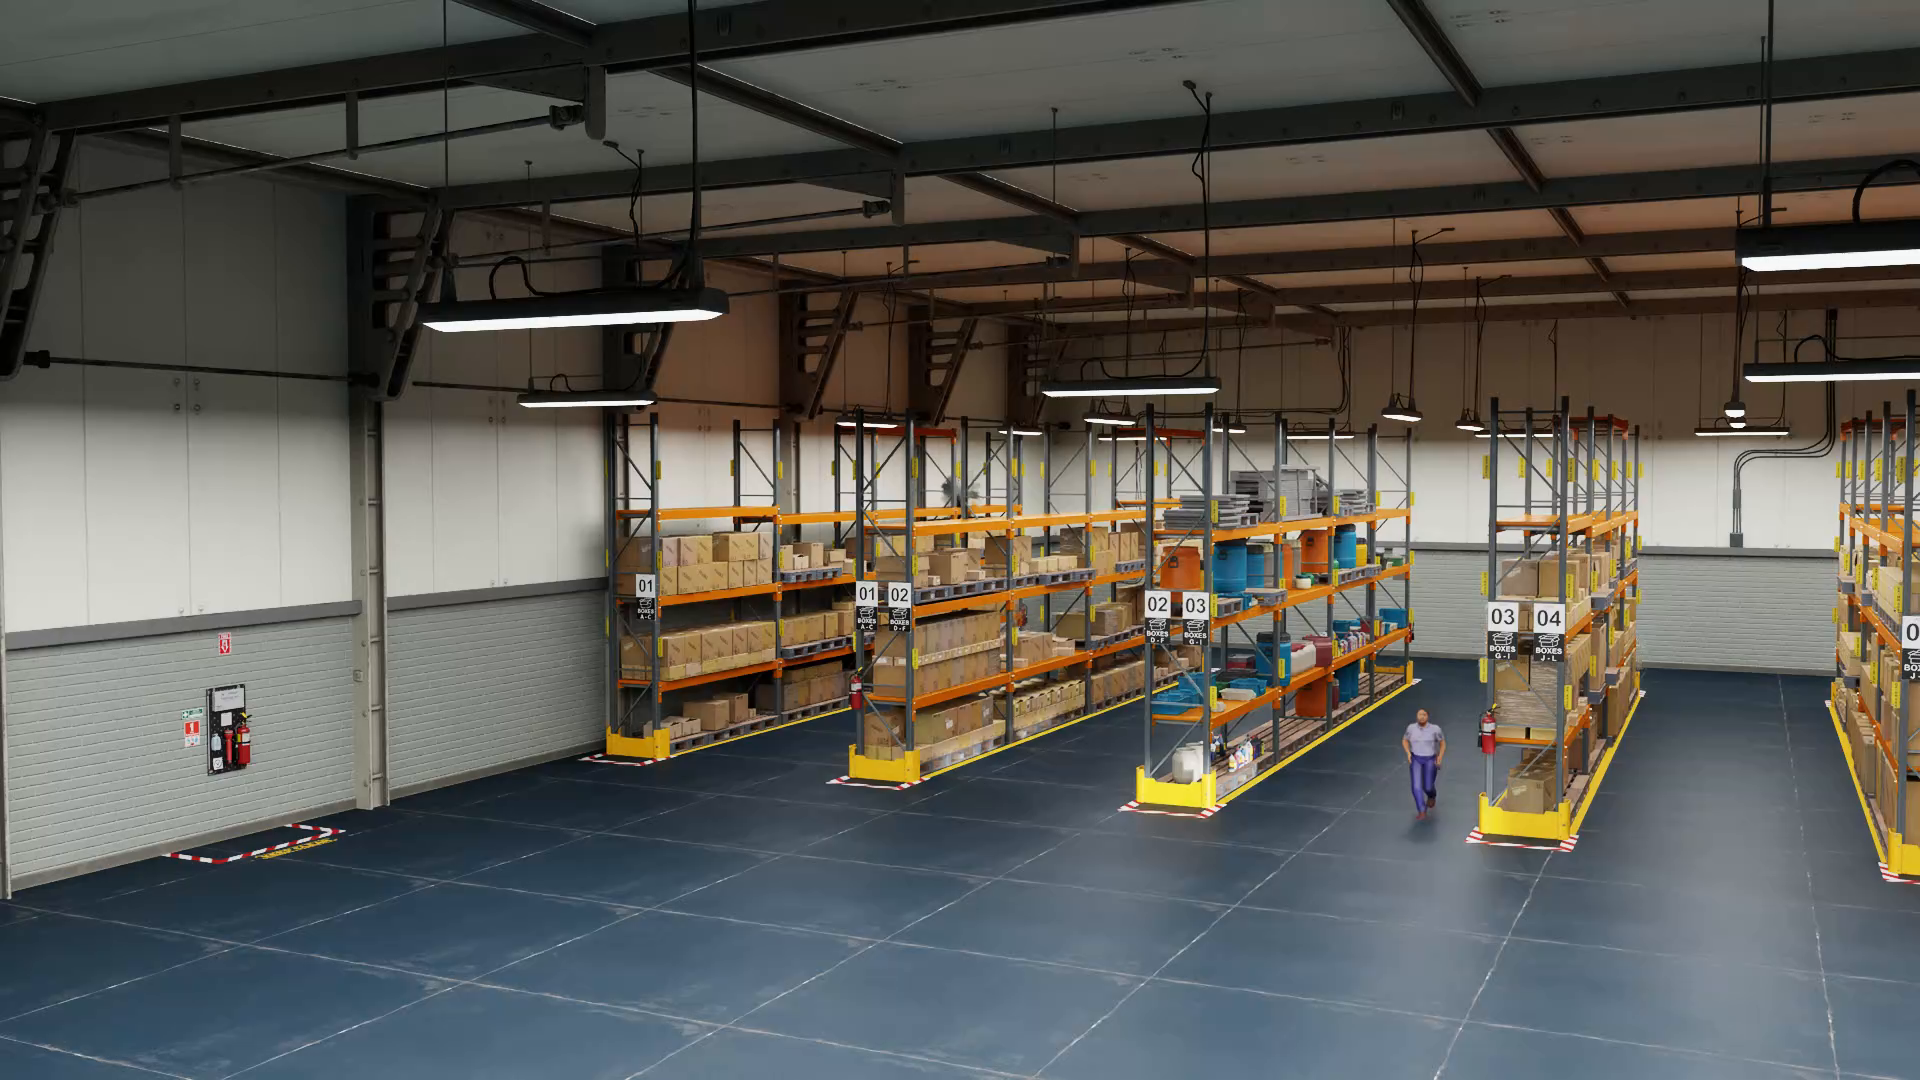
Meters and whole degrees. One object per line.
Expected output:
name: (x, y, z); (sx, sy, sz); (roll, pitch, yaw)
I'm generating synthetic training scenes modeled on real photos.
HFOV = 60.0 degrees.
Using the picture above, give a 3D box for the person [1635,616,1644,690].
person: (15.302, 2.536, 38.036); (0.695, 1.760, 0.696); (2, 3, 34)

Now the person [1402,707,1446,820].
person: (6.682, 3.210, 23.983); (0.606, 1.617, 0.550); (1, 3, 25)

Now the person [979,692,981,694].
person: (0.284, 2.716, 33.970); (0.736, 1.719, 0.605); (1, 3, 27)
